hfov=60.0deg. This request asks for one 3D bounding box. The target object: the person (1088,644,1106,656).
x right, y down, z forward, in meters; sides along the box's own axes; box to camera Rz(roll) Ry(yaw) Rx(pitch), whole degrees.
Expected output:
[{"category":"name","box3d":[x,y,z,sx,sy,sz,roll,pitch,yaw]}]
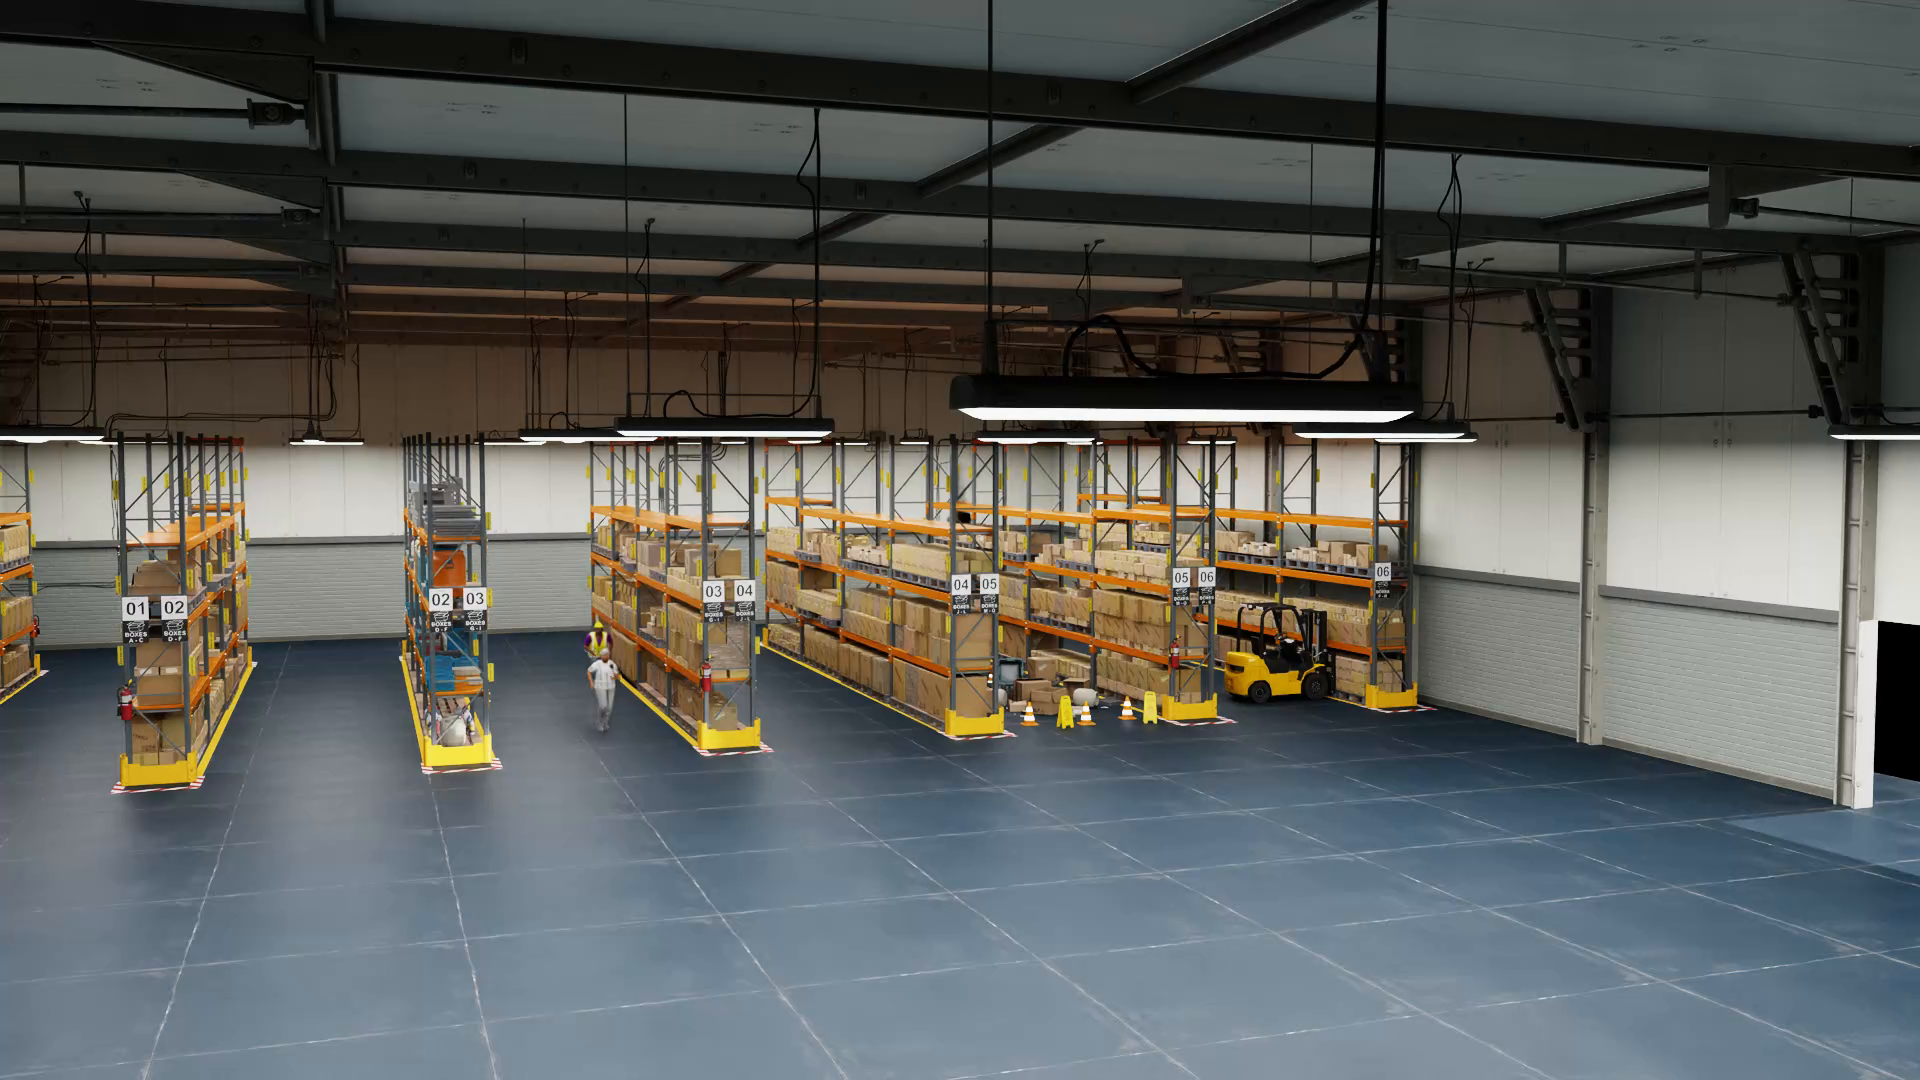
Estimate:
[{"category":"person","box3d":[3.631,2.368,44.561,0.671,1.778,0.991,-1,3,-21]}]

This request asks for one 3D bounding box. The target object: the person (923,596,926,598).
[{"category":"person","box3d":[-0.913,2.032,51.420,0.628,1.693,0.714,0,3,-3]}]

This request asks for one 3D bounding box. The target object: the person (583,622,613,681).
[{"category":"person","box3d":[-8.398,2.739,38.630,0.686,1.703,0.753,-1,3,-16]}]

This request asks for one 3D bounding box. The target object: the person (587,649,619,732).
[{"category":"person","box3d":[-7.174,3.037,33.594,0.582,1.684,0.687,-2,4,-32]}]
